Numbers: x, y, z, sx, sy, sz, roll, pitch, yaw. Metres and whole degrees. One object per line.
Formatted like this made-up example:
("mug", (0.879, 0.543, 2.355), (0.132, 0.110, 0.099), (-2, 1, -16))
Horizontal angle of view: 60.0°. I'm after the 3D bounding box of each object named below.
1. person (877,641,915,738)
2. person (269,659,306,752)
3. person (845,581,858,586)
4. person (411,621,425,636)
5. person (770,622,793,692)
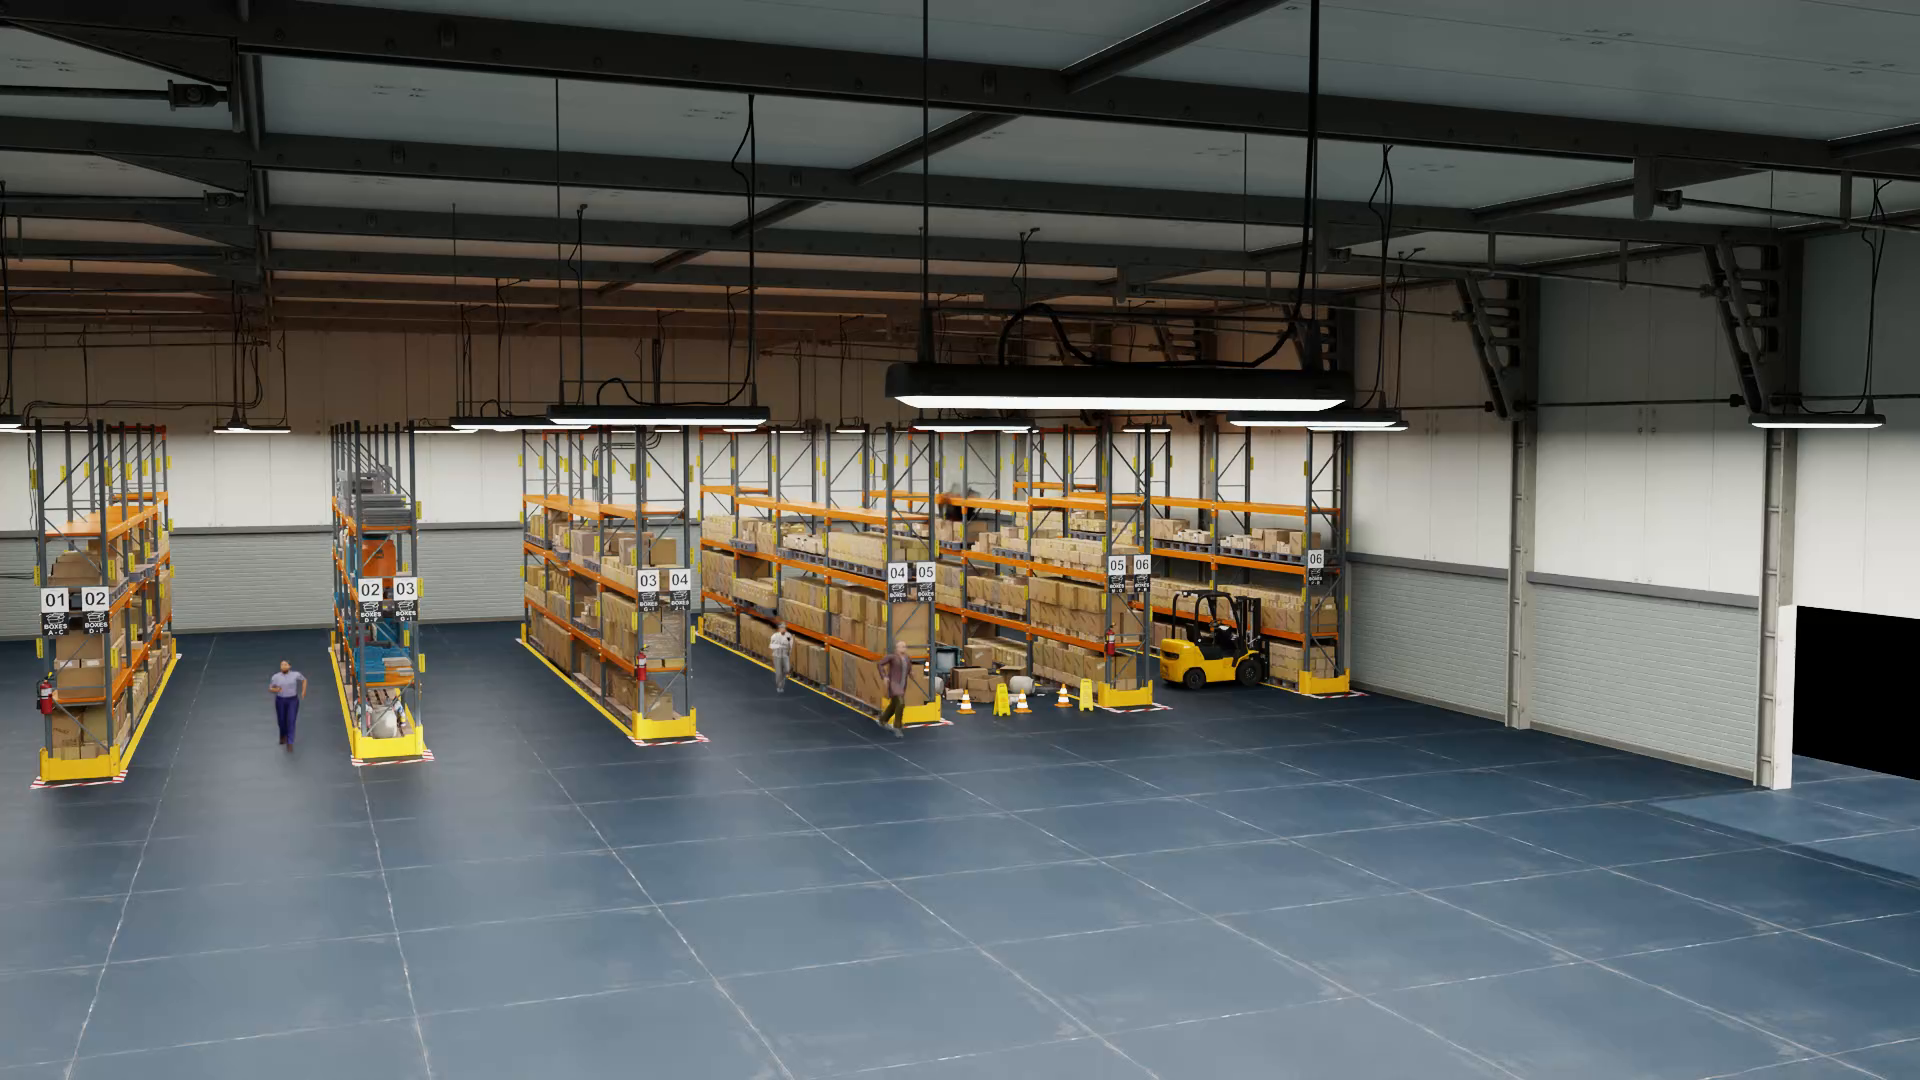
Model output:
("person", (-1.225, 2.851, 32.041), (0.862, 1.820, 0.709), (3, 5, 39))
("person", (-12.297, 3.001, 30.371), (0.612, 1.613, 0.967), (-1, 4, -14))
("person", (-3.288, 1.650, 51.203), (0.928, 1.776, 0.673), (0, 4, -5))
("person", (-15.782, 1.848, 47.500), (0.944, 1.780, 0.693), (0, 4, -7))
("person", (-3.932, 2.596, 36.889), (0.602, 1.619, 0.730), (-1, 4, -20))
